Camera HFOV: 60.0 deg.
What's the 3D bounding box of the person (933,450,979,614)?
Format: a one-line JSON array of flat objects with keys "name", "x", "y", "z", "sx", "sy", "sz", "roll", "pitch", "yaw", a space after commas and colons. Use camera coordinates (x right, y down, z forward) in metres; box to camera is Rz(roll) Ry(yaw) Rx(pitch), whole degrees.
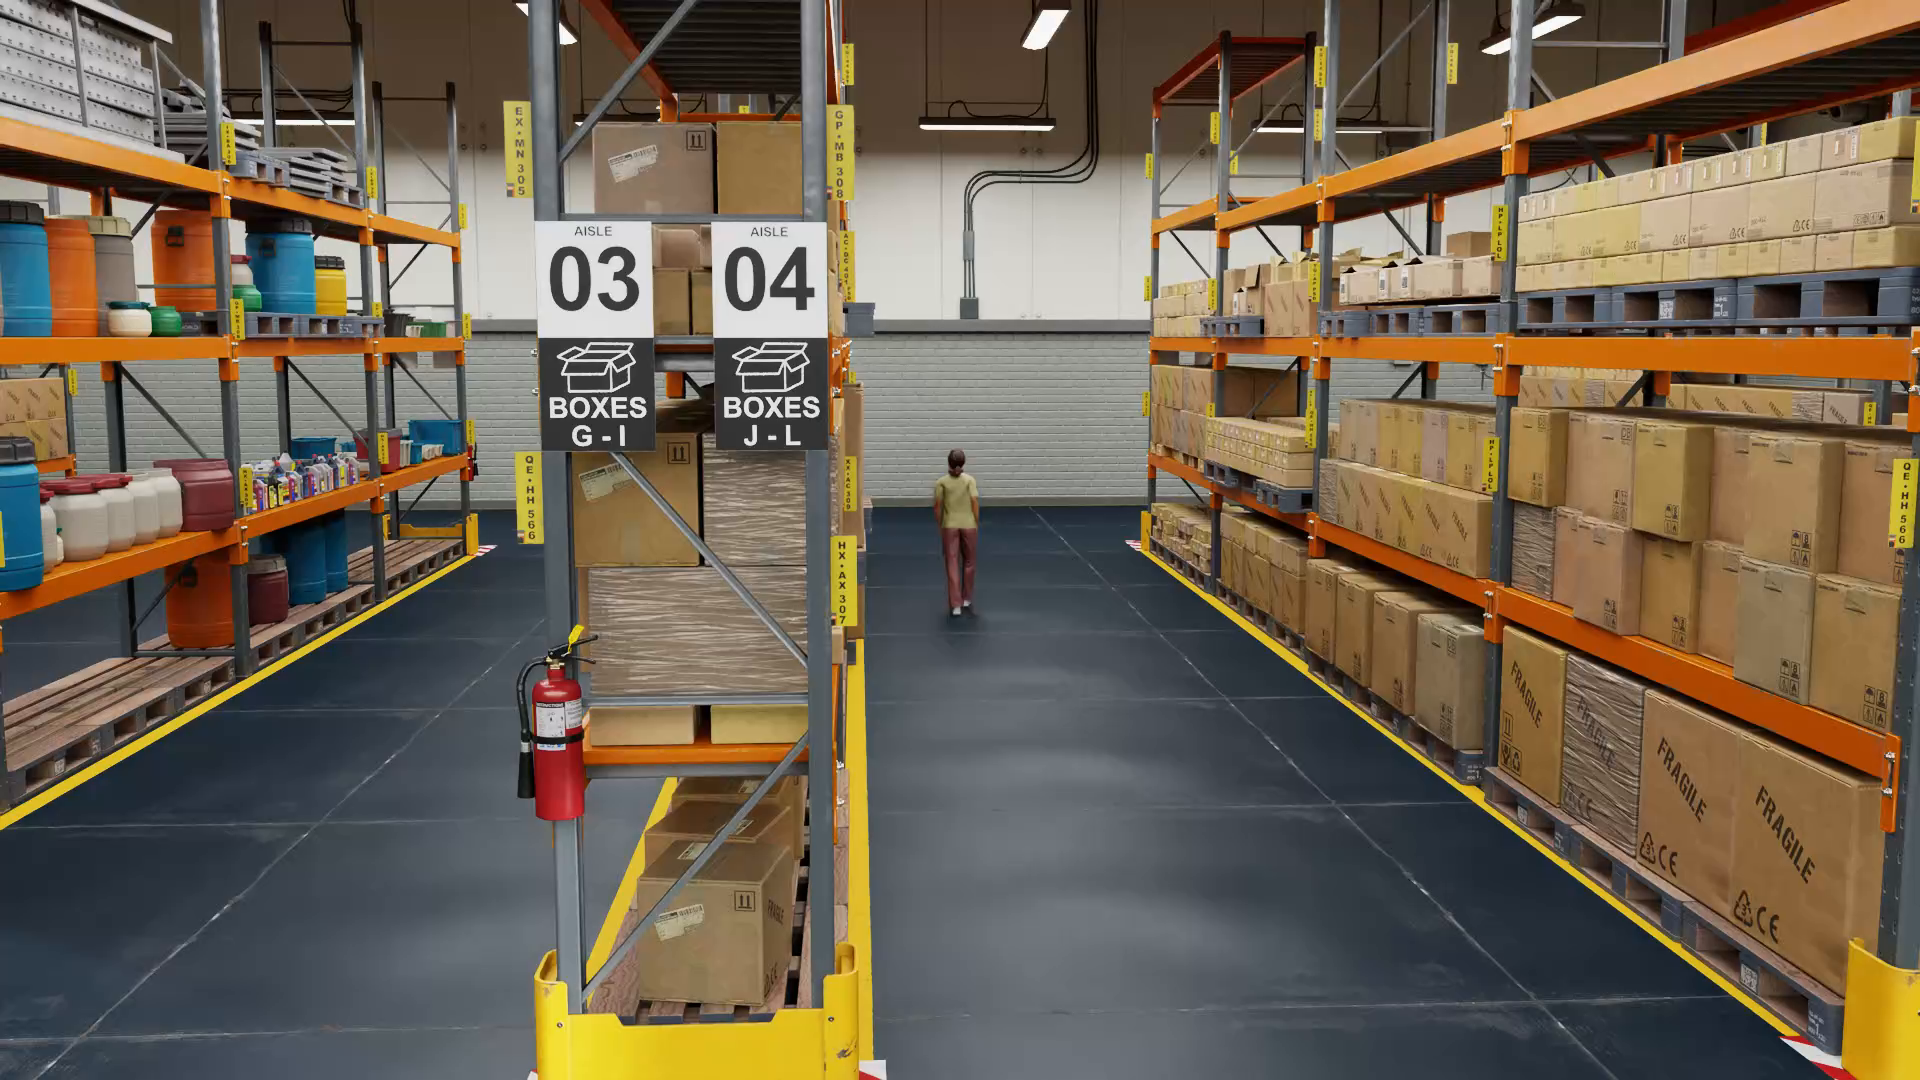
[{"name": "person", "x": -0.045, "y": -0.104, "z": 17.052, "sx": 0.464, "sy": 1.654, "sz": 0.748, "roll": 0, "pitch": 7, "yaw": -4}]
